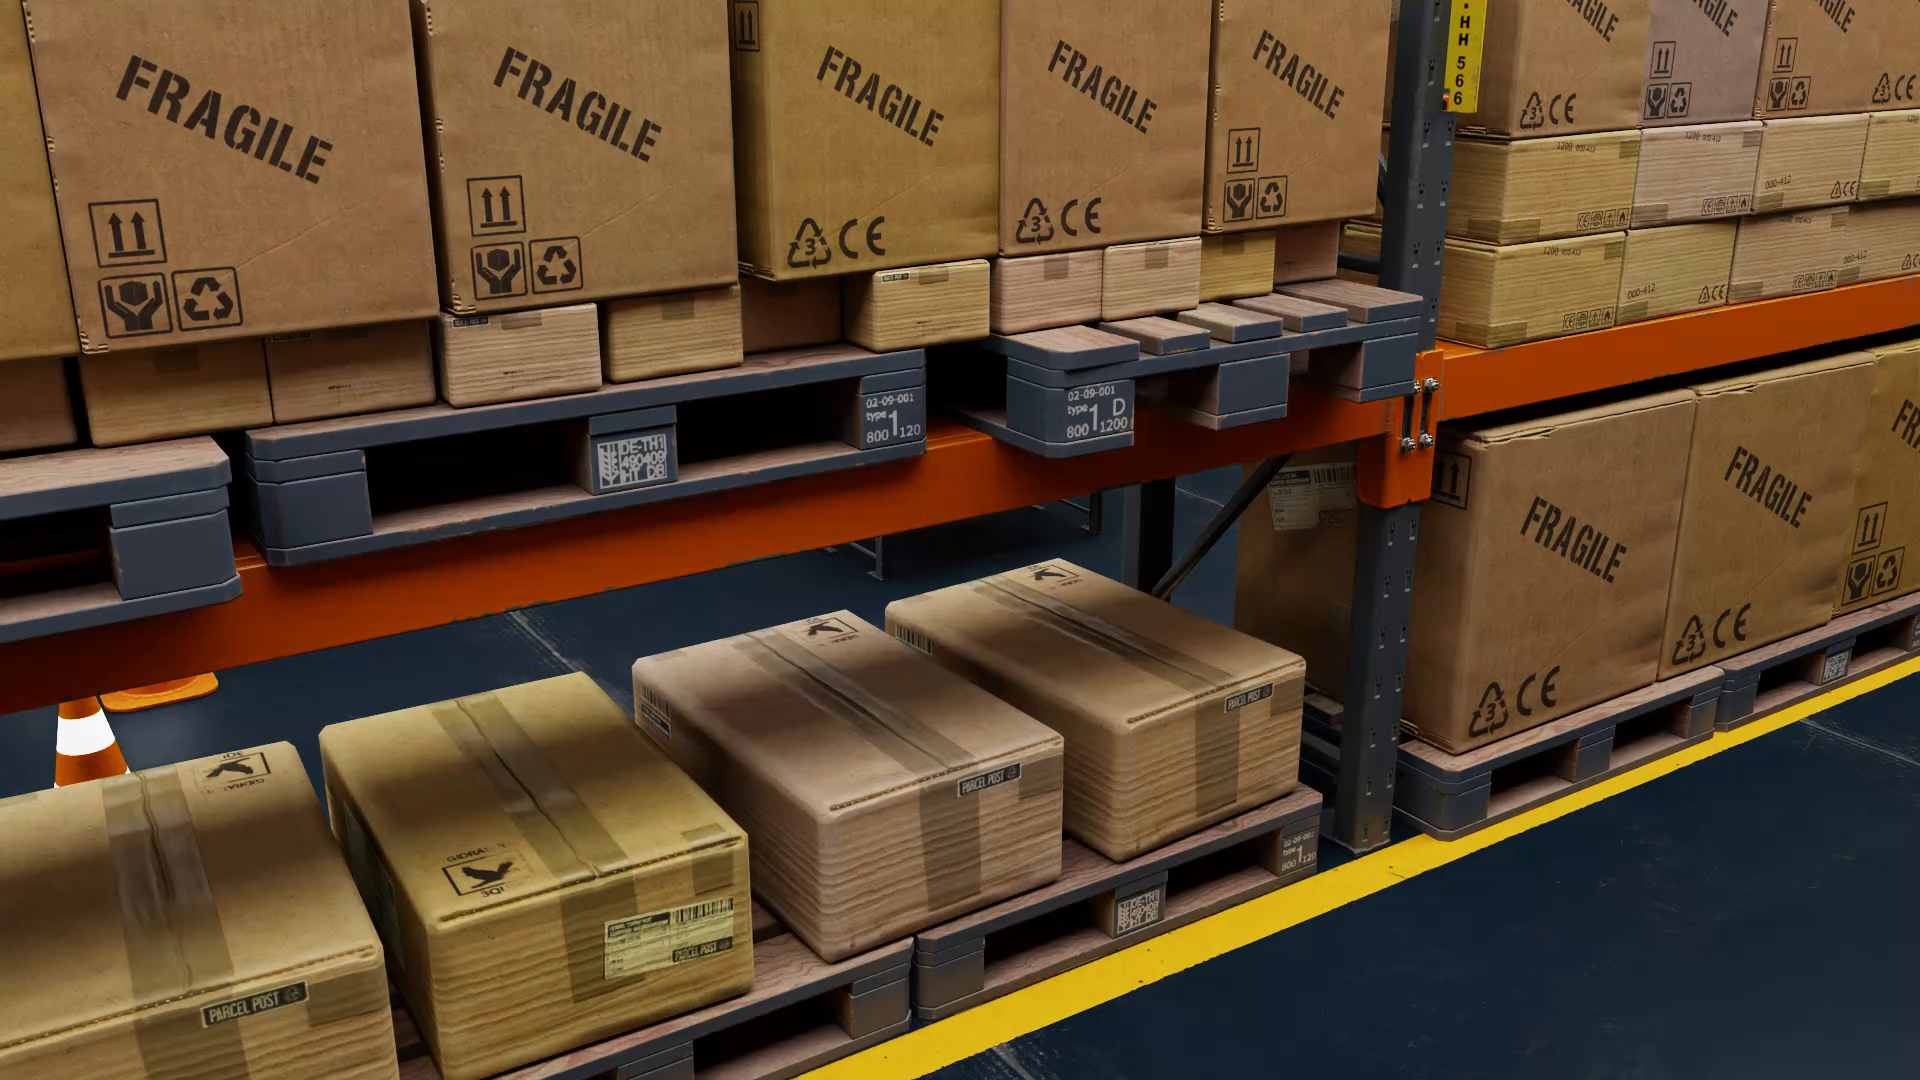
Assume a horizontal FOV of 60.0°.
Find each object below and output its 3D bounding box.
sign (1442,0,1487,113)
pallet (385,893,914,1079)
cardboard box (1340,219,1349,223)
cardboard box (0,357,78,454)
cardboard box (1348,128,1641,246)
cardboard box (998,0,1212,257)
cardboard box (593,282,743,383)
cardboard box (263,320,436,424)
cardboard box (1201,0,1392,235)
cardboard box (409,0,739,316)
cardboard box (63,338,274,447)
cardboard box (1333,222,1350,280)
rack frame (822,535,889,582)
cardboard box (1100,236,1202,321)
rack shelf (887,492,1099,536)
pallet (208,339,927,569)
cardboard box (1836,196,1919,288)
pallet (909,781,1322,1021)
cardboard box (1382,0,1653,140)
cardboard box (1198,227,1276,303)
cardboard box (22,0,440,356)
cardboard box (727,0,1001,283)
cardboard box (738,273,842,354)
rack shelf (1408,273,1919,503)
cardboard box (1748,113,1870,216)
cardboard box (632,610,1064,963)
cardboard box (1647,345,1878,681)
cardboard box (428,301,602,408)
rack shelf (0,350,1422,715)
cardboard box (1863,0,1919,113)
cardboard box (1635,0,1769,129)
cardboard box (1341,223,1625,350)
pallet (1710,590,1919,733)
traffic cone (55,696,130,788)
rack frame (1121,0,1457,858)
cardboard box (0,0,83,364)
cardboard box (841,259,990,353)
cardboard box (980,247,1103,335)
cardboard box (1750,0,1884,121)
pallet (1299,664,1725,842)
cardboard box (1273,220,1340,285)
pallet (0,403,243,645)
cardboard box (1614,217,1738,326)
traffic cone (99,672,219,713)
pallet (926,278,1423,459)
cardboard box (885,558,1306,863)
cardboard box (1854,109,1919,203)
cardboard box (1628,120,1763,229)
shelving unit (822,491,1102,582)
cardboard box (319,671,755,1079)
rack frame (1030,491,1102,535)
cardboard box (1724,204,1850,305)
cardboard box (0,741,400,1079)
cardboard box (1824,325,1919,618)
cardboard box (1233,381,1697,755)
[{"bbox_3d":[1.110,-1.109,3.656,0.005,0.325,0.100,-12,22,-31],"label":"sign"},{"bbox_3d":[-0.868,0.931,3.662,1.213,0.211,1.003,-12,22,-31],"label":"pallet"},{"bbox_3d":[1.068,-1.060,4.650,0.500,0.250,0.500,-12,22,-32],"label":"cardboard box"},{"bbox_3d":[-1.494,-0.241,2.511,0.250,0.149,0.380,-10,21,-28],"label":"cardboard box"},{"bbox_3d":[1.362,-0.930,4.266,0.500,0.250,0.500,-12,22,-32],"label":"cardboard box"},{"bbox_3d":[0.151,-0.880,3.387,0.500,0.500,0.500,-12,22,-32],"label":"cardboard box"},{"bbox_3d":[-0.591,-0.406,2.999,0.250,0.149,0.380,-13,22,-33],"label":"cardboard box"},{"bbox_3d":[-1.049,-0.318,2.740,0.250,0.149,0.380,-12,22,-31],"label":"cardboard box"},{"bbox_3d":[0.577,-0.974,3.665,0.500,0.500,0.500,-13,22,-33],"label":"cardboard box"},{"bbox_3d":[-0.726,-0.695,2.840,0.500,0.500,0.500,-13,23,-34],"label":"cardboard box"},{"bbox_3d":[-1.256,-0.275,2.612,0.250,0.149,0.380,-12,22,-31],"label":"cardboard box"},{"bbox_3d":[1.083,-0.829,4.746,0.500,0.250,0.500,-13,23,-33],"label":"cardboard box"},{"bbox_3d":[-0.419,-0.445,6.303,0.032,1.125,0.500,-12,22,-31],"label":"rack frame"},{"bbox_3d":[0.289,-0.577,3.506,0.250,0.149,0.380,-12,22,-32],"label":"cardboard box"},{"bbox_3d":[0.006,-0.302,6.646,1.000,0.278,0.538,-12,22,-31],"label":"rack shelf"},{"bbox_3d":[-0.827,-0.291,3.220,1.213,0.211,1.003,-12,22,-31],"label":"pallet"},{"bbox_3d":[2.621,-0.963,5.143,0.500,0.250,0.500,-12,22,-31],"label":"cardboard box"},{"bbox_3d":[0.150,0.717,4.294,1.213,0.211,1.003,-12,22,-31],"label":"pallet"},{"bbox_3d":[1.350,-1.284,4.140,0.500,0.500,0.500,-13,22,-33],"label":"cardboard box"},{"bbox_3d":[0.475,-0.634,3.672,0.250,0.149,0.380,-12,22,-31],"label":"cardboard box"},{"bbox_3d":[-1.150,-0.601,2.564,0.500,0.500,0.500,-12,22,-32],"label":"cardboard box"},{"bbox_3d":[-0.270,-0.791,3.123,0.500,0.500,0.500,-14,23,-35],"label":"cardboard box"},{"bbox_3d":[-0.427,-0.472,3.195,0.250,0.149,0.380,-12,22,-31],"label":"cardboard box"},{"bbox_3d":[2.474,-0.753,5.410,4.000,0.370,1.077,-12,22,-31],"label":"rack shelf"},{"bbox_3d":[2.218,-1.105,4.784,0.500,0.250,0.500,-12,22,-32],"label":"cardboard box"},{"bbox_3d":[-0.286,0.534,3.929,0.625,0.372,0.950,-12,22,-32],"label":"cardboard box"},{"bbox_3d":[2.173,-0.189,5.282,0.875,0.875,0.875,-12,22,-31],"label":"cardboard box"},{"bbox_3d":[-0.798,-0.351,2.837,0.250,0.149,0.380,-11,22,-29],"label":"cardboard box"},{"bbox_3d":[-0.867,-0.048,3.326,4.000,0.370,1.077,-12,22,-31],"label":"rack shelf"},{"bbox_3d":[2.623,-1.548,4.924,0.500,0.500,0.500,-12,22,-31],"label":"cardboard box"},{"bbox_3d":[1.759,-1.373,4.407,0.500,0.500,0.500,-12,22,-31],"label":"cardboard box"},{"bbox_3d":[1.351,-0.689,4.333,0.500,0.250,0.500,-12,22,-32],"label":"cardboard box"},{"bbox_3d":[2.521,0.248,5.683,1.213,0.211,1.003,-12,22,-31],"label":"pallet"},{"bbox_3d":[-2.272,0.572,4.329,0.334,0.463,0.336,-12,22,-31],"label":"traffic cone"},{"bbox_3d":[0.803,-0.741,4.253,0.127,3.000,1.000,-12,22,-31],"label":"rack frame"},{"bbox_3d":[-1.570,-0.518,2.317,0.500,0.500,0.500,-12,22,-31],"label":"cardboard box"},{"bbox_3d":[-0.148,-0.483,3.226,0.250,0.149,0.380,-11,22,-30],"label":"cardboard box"},{"bbox_3d":[0.075,-0.535,3.381,0.250,0.149,0.380,-13,23,-34],"label":"cardboard box"},{"bbox_3d":[2.199,-1.460,4.664,0.500,0.500,0.500,-11,22,-30],"label":"cardboard box"},{"bbox_3d":[1.503,0.461,5.051,1.213,0.211,1.003,-12,22,-31],"label":"pallet"},{"bbox_3d":[0.659,-0.700,3.869,0.250,0.149,0.380,-11,22,-29],"label":"cardboard box"},{"bbox_3d":[-1.819,-0.041,2.483,1.213,0.211,1.003,-12,22,-31],"label":"pallet"},{"bbox_3d":[1.770,-0.784,4.615,0.500,0.250,0.500,-13,22,-33],"label":"cardboard box"},{"bbox_3d":[-2.579,0.254,5.271,0.334,0.463,0.336,-12,22,-31],"label":"traffic cone"},{"bbox_3d":[0.267,-0.496,3.828,1.003,0.211,1.213,-12,22,-31],"label":"pallet"},{"bbox_3d":[0.326,0.402,4.320,0.625,0.372,0.950,-14,23,-35],"label":"cardboard box"},{"bbox_3d":[2.649,-1.191,5.038,0.500,0.250,0.500,-11,22,-30],"label":"cardboard box"},{"bbox_3d":[1.795,-1.021,4.534,0.500,0.250,0.500,-11,22,-30],"label":"cardboard box"},{"bbox_3d":[0.006,-0.534,6.568,1.048,1.125,0.538,-12,22,-31],"label":"shelving unit"},{"bbox_3d":[-0.922,0.666,3.539,0.625,0.372,0.950,-11,22,-30],"label":"cardboard box"},{"bbox_3d":[0.430,-0.624,6.833,0.032,1.125,0.500,-12,22,-31],"label":"rack frame"},{"bbox_3d":[2.211,-0.875,4.883,0.500,0.250,0.500,-11,22,-30],"label":"cardboard box"},{"bbox_3d":[-1.502,0.789,3.175,0.625,0.372,0.950,-10,21,-28],"label":"cardboard box"},{"bbox_3d":[2.920,-0.346,5.747,0.875,0.875,0.875,-11,22,-30],"label":"cardboard box"},{"bbox_3d":[1.426,-0.033,4.820,0.875,0.875,0.875,-12,22,-32],"label":"cardboard box"}]
